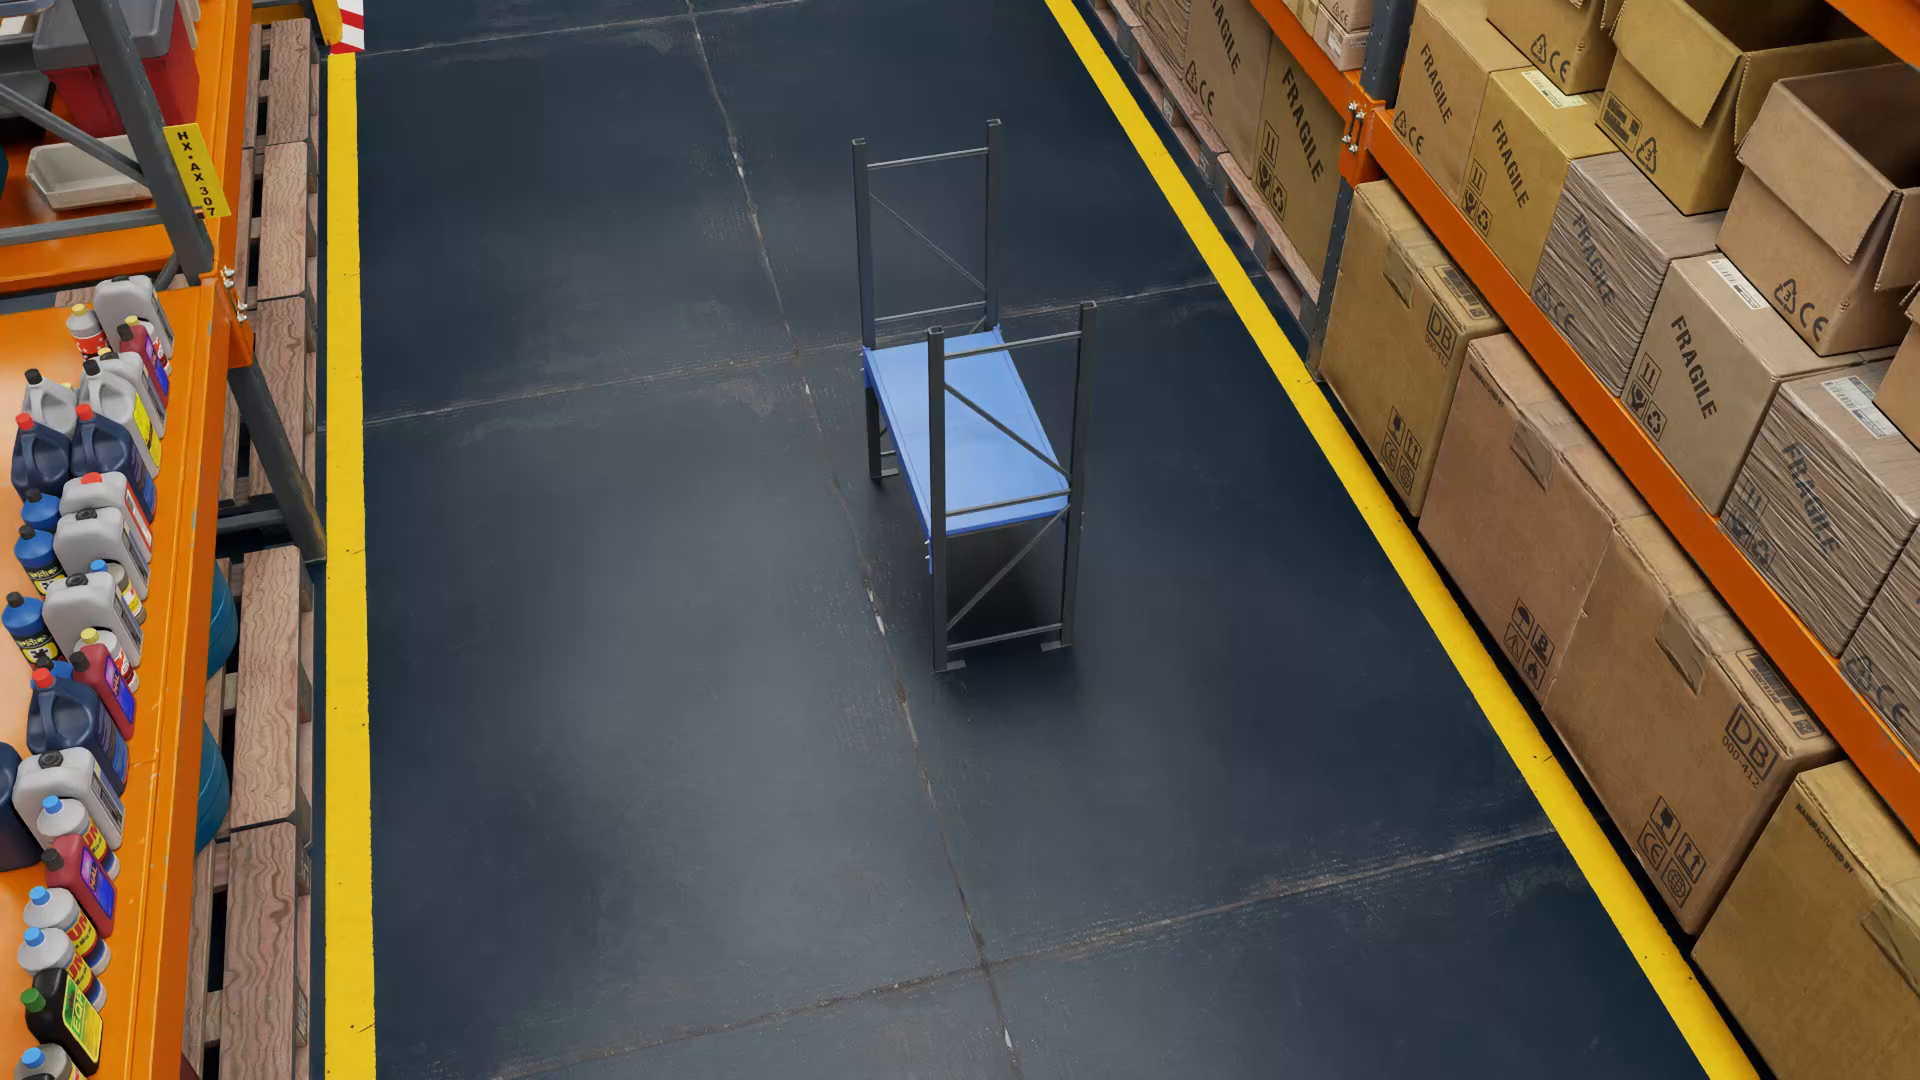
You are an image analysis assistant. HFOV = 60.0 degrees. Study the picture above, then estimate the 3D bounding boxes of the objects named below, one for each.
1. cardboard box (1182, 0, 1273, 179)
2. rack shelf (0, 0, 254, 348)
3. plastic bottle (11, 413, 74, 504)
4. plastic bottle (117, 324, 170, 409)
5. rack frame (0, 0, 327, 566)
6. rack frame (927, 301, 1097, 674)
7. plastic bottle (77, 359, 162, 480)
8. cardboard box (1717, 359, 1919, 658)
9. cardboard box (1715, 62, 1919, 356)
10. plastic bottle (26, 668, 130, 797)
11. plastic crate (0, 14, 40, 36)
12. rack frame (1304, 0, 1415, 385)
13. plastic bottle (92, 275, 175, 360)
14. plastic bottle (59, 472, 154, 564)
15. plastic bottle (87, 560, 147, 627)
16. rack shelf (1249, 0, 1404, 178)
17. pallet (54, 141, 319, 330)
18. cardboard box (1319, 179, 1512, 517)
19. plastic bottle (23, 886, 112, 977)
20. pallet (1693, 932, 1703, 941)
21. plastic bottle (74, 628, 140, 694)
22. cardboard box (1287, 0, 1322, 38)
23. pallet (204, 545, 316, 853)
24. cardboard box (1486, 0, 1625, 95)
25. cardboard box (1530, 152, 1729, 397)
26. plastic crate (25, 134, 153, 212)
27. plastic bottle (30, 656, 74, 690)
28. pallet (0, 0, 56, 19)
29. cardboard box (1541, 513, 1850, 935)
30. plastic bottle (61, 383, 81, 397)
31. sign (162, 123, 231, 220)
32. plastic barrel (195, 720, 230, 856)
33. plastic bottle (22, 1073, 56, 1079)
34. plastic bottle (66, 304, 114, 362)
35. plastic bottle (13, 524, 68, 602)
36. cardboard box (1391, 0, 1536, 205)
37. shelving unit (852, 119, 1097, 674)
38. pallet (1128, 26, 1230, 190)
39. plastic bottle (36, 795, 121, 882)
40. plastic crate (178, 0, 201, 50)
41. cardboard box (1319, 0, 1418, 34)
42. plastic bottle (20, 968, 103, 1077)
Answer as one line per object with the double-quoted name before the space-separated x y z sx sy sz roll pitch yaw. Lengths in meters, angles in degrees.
"cardboard box" 1.619 -2.321 7.618 0.875 0.875 0.875 -11 47 -10
"rack shelf" -3.359 -2.049 6.662 1.077 0.370 4.000 -11 47 -10
"plastic bottle" -2.388 -0.174 4.355 0.144 0.351 0.185 -11 47 -10
"plastic bottle" -2.330 -0.515 4.736 0.061 0.283 0.133 -11 47 -10
"rack frame" -2.847 -0.920 5.051 1.000 3.000 0.127 -11 47 -10
"rack frame" 0.152 -0.115 5.313 0.500 1.500 0.032 -11 47 -10
"plastic bottle" -2.296 -0.328 4.506 0.144 0.351 0.185 -11 47 -10
"cardboard box" 2.341 -0.098 4.175 0.500 0.500 0.500 -12 47 -12
"cardboard box" 2.451 -0.870 4.230 0.797 0.503 0.637 -9 46 -9
"plastic bottle" -2.014 0.432 3.760 0.144 0.351 0.185 -11 47 -10
"plastic crate" -3.584 -1.996 6.249 0.293 0.136 0.466 -11 47 -10
"rack frame" 1.941 -1.826 5.939 1.000 3.000 0.127 -11 47 -10
"plastic bottle" -2.434 -0.664 4.887 0.152 0.276 0.135 -11 47 -10
"plastic bottle" -2.211 -0.063 4.299 0.152 0.276 0.135 -11 47 -10
"plastic bottle" -2.121 0.131 4.161 0.097 0.201 0.097 0 46 0
"rack shelf" 1.429 -2.955 7.549 1.077 0.370 4.000 -11 47 -10
"pallet" -3.389 -1.289 7.365 1.003 0.211 1.213 -11 47 -10
"cardboard box" 2.124 -0.791 6.118 1.225 0.875 0.875 -11 47 -10
"plastic bottle" -1.861 0.806 3.450 0.097 0.271 0.097 0 46 0
"pallet" 2.836 1.354 4.775 1.003 0.211 1.213 -11 47 -10
"plastic bottle" -2.061 0.291 4.004 0.097 0.201 0.097 0 46 0
"cardboard box" 1.480 -2.066 6.351 0.380 0.149 0.250 -10 46 -10
"pallet" -2.690 0.596 5.518 1.003 0.211 1.213 -11 47 -10
"cardboard box" 2.112 -1.772 5.114 0.797 0.503 0.637 -12 47 -11
"cardboard box" 2.074 -0.805 4.869 0.500 0.500 0.500 -12 47 -11
"plastic crate" -2.828 -1.196 5.465 0.396 0.136 0.243 -11 47 -10
"plastic bottle" -2.086 0.370 3.878 0.097 0.271 0.097 0 46 0
"pallet" -2.552 -1.381 3.535 1.213 0.211 1.003 -11 47 -10
"cardboard box" 2.587 0.436 4.917 1.225 0.875 0.875 -11 47 -10
"plastic bottle" -2.456 -0.350 4.632 0.097 0.201 0.097 0 46 0
"sign" -2.315 -1.116 5.050 0.100 0.325 0.005 -11 47 -10
"plastic barrel" -2.543 0.535 4.801 0.600 0.901 0.708 -11 47 -10
"plastic bottle" -1.730 1.104 3.149 0.061 0.283 0.133 -11 47 -10
"plastic bottle" -2.550 -0.602 4.879 0.097 0.201 0.097 0 46 0
"plastic bottle" -2.293 0.067 4.174 0.097 0.271 0.097 0 46 0
"cardboard box" 1.817 -1.497 5.547 0.500 0.500 0.500 -11 47 -10
"shelving unit" 0.022 -0.466 5.657 0.538 1.500 1.048 -11 47 -10
"pallet" 1.506 -2.233 8.290 1.003 0.211 1.213 -11 47 -10
"plastic bottle" -1.920 0.646 3.606 0.097 0.271 0.097 0 46 0
"plastic crate" -3.060 -1.988 6.139 0.437 0.282 0.530 -11 47 -10
"cardboard box" 1.574 -2.134 6.138 0.500 0.250 0.500 -12 47 -11
"plastic bottle" -1.789 0.945 3.305 0.061 0.283 0.133 -11 47 -10
